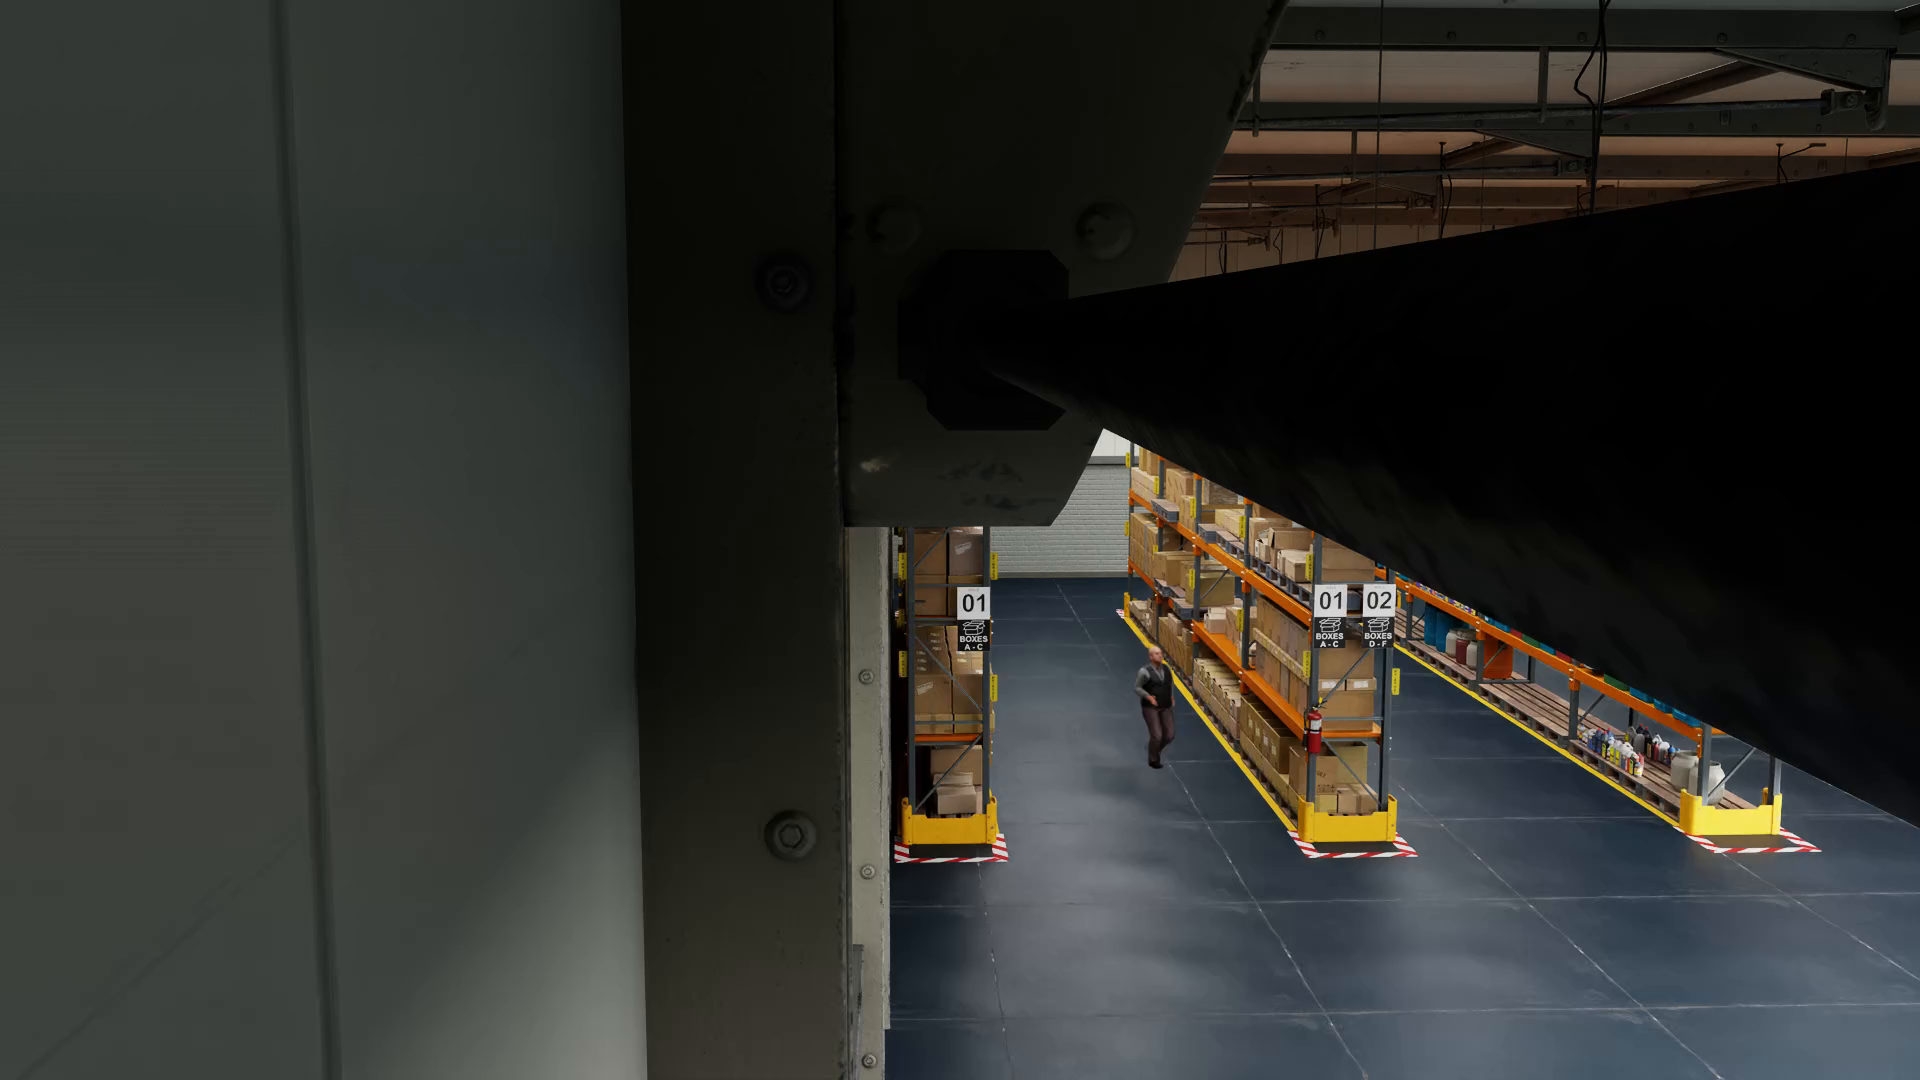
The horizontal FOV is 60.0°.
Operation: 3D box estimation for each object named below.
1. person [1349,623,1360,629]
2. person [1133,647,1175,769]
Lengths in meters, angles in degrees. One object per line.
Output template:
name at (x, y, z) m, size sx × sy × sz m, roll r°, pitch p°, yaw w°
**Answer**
person at (6.801, 1.696, 29.270) m, size 0.697 × 1.746 × 0.808 m, roll -2°, pitch 8°, yaw -13°
person at (2.709, 2.310, 22.791) m, size 0.652 × 1.699 × 0.565 m, roll -3°, pitch 8°, yaw -24°
